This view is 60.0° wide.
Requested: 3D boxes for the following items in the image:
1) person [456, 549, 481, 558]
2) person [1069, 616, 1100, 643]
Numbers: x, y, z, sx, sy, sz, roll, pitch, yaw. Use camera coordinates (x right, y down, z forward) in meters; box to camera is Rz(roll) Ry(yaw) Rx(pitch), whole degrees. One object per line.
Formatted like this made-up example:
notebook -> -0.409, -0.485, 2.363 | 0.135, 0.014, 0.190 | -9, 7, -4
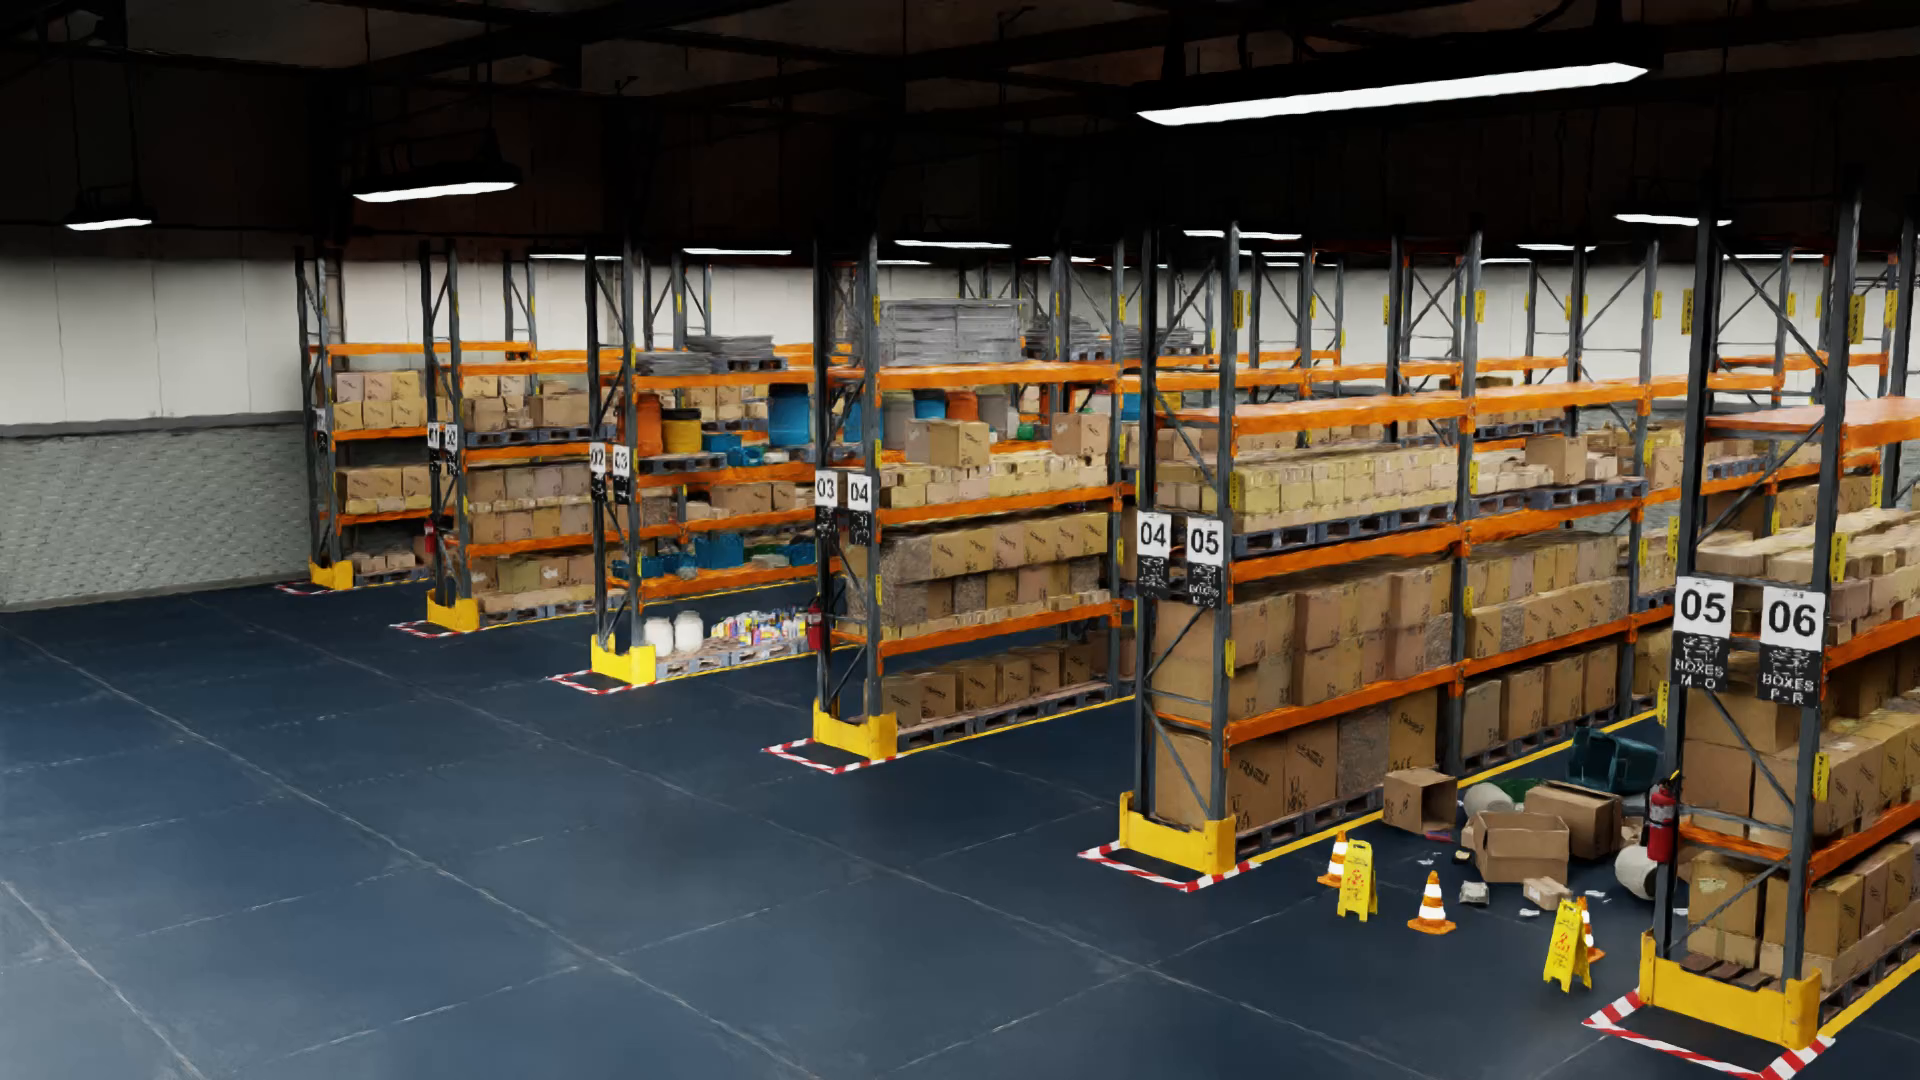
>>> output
person -> -8.539, 0.006, 29.082 | 0.520, 1.790, 0.656 | 3, 9, 18
person -> 1.821, 0.890, 23.879 | 0.518, 1.604, 0.575 | -8, 12, -44
